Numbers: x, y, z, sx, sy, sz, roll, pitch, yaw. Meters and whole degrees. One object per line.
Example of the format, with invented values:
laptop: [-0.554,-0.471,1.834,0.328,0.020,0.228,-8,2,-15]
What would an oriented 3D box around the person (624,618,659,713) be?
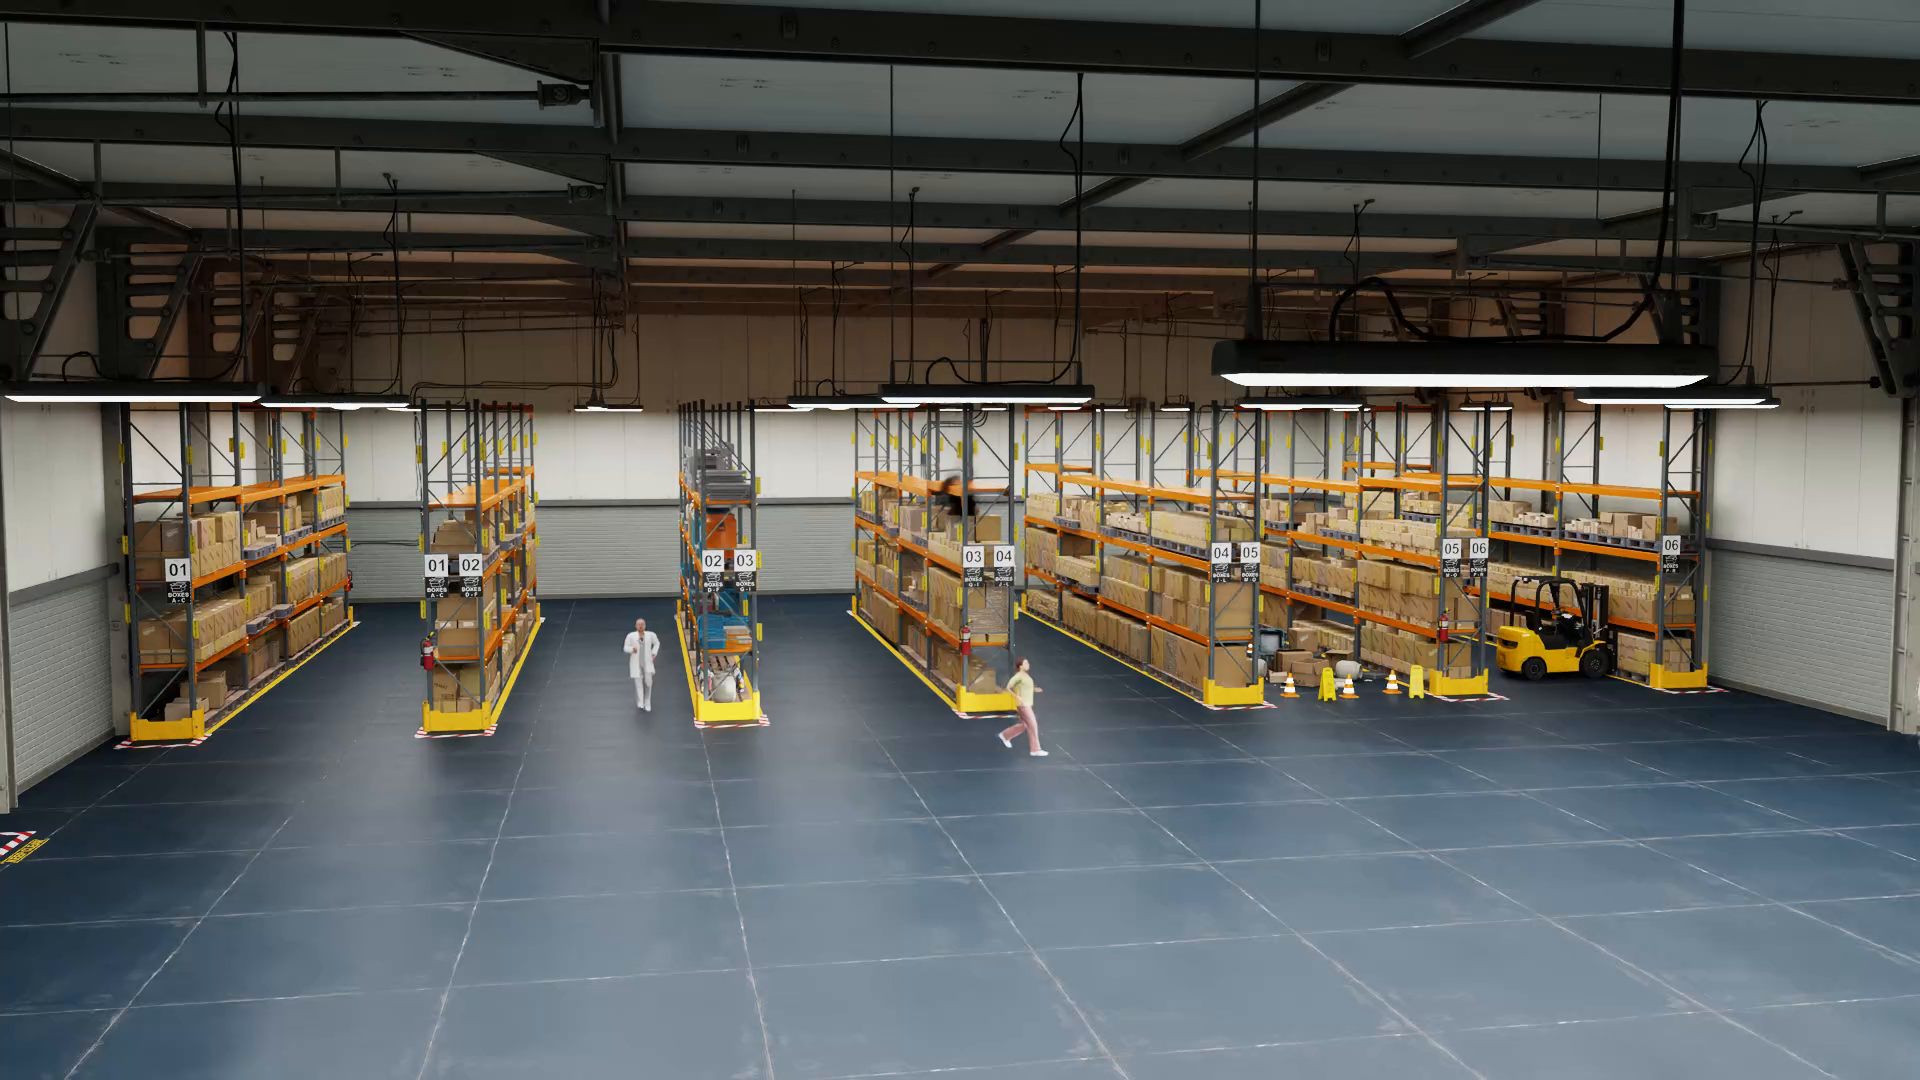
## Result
person: [-6.127,2.427,32.051,0.684,1.829,0.769,-1,4,-12]

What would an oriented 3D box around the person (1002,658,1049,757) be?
person: [1.090,2.793,27.905,0.854,1.640,0.589,2,5,23]
